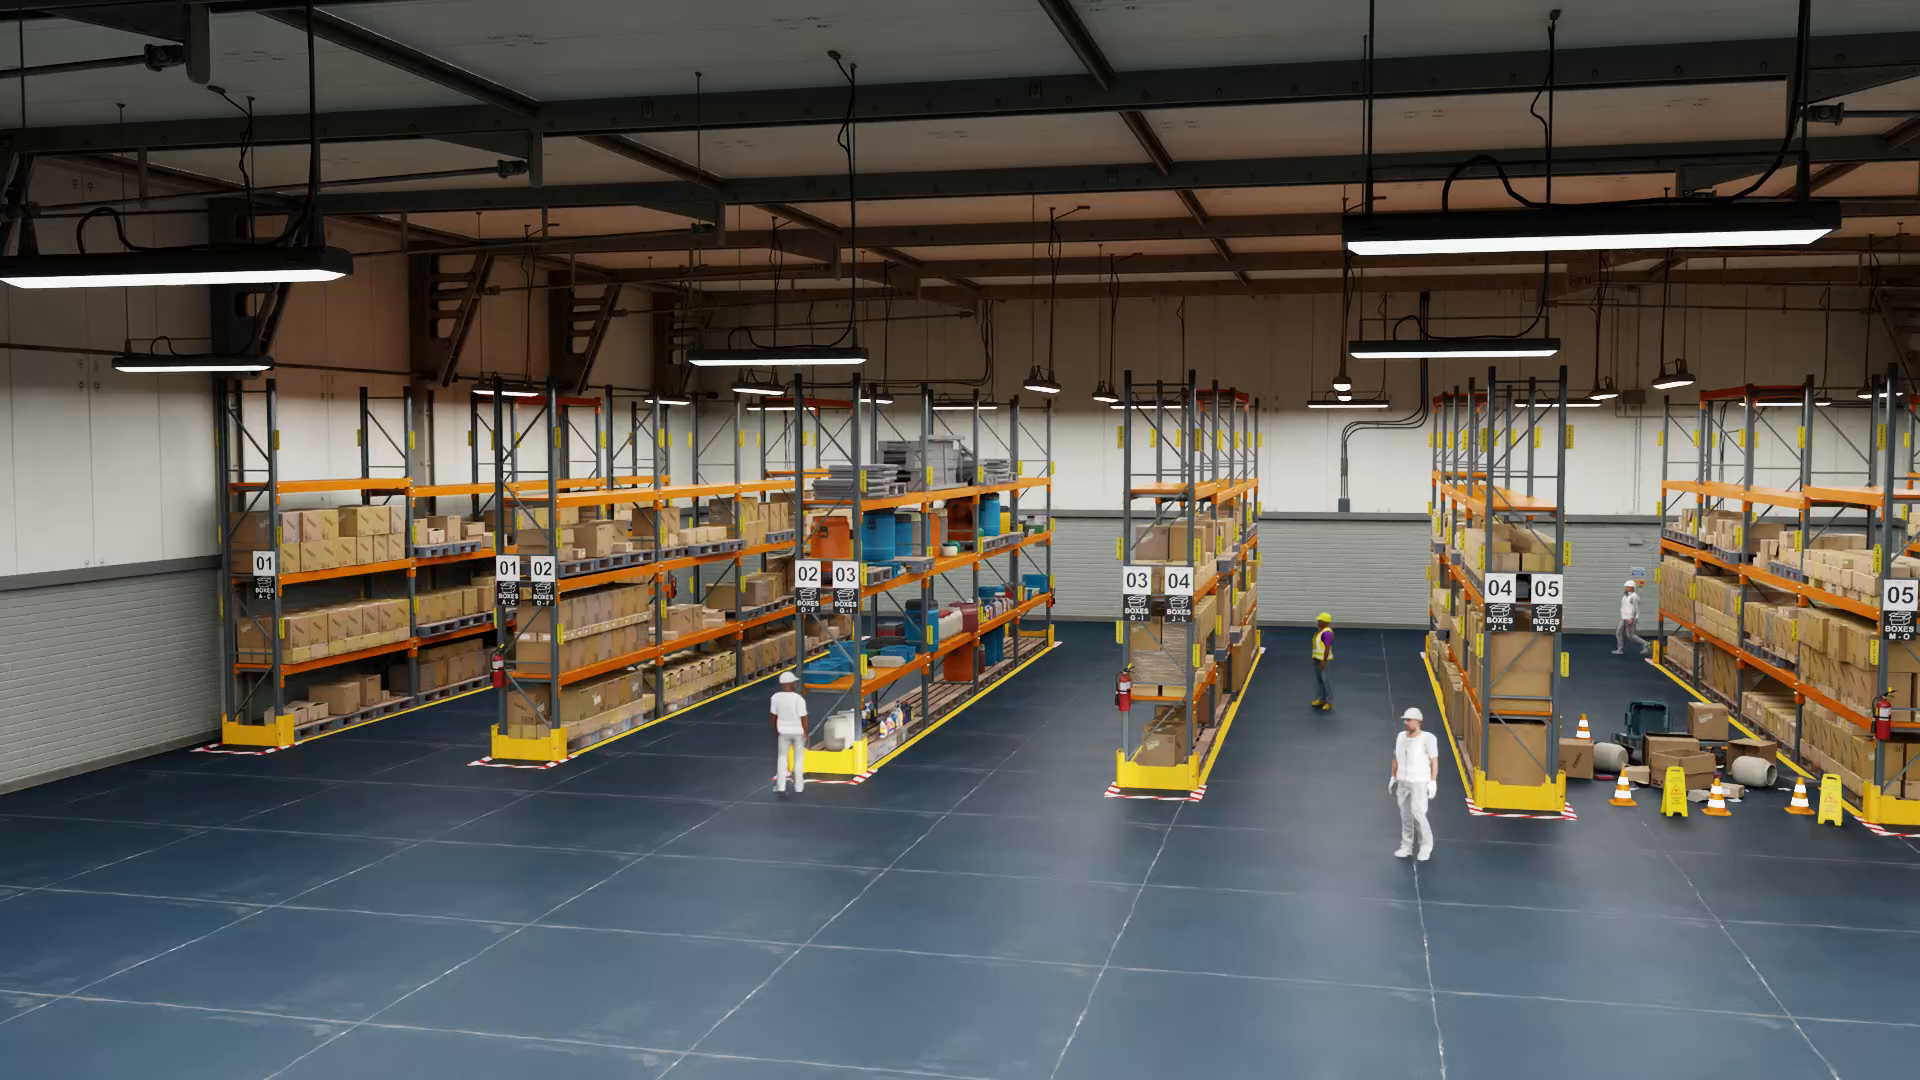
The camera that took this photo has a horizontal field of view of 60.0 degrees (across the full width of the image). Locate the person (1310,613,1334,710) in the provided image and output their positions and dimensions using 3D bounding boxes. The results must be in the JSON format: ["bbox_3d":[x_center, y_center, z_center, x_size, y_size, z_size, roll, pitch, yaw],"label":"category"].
[{"bbox_3d":[6.801,2.259,31.196,0.418,1.799,0.578,-1,4,-22],"label":"person"}]

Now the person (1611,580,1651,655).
[{"bbox_3d":[15.586,1.805,38.617,0.845,1.735,0.557,1,3,9],"label":"person"}]

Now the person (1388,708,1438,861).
[{"bbox_3d":[5.411,2.907,19.914,0.385,1.795,0.610,-3,4,-37],"label":"person"}]

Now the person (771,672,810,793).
[{"bbox_3d":[-2.370,2.716,23.502,0.578,1.750,0.689,0,3,8],"label":"person"}]
